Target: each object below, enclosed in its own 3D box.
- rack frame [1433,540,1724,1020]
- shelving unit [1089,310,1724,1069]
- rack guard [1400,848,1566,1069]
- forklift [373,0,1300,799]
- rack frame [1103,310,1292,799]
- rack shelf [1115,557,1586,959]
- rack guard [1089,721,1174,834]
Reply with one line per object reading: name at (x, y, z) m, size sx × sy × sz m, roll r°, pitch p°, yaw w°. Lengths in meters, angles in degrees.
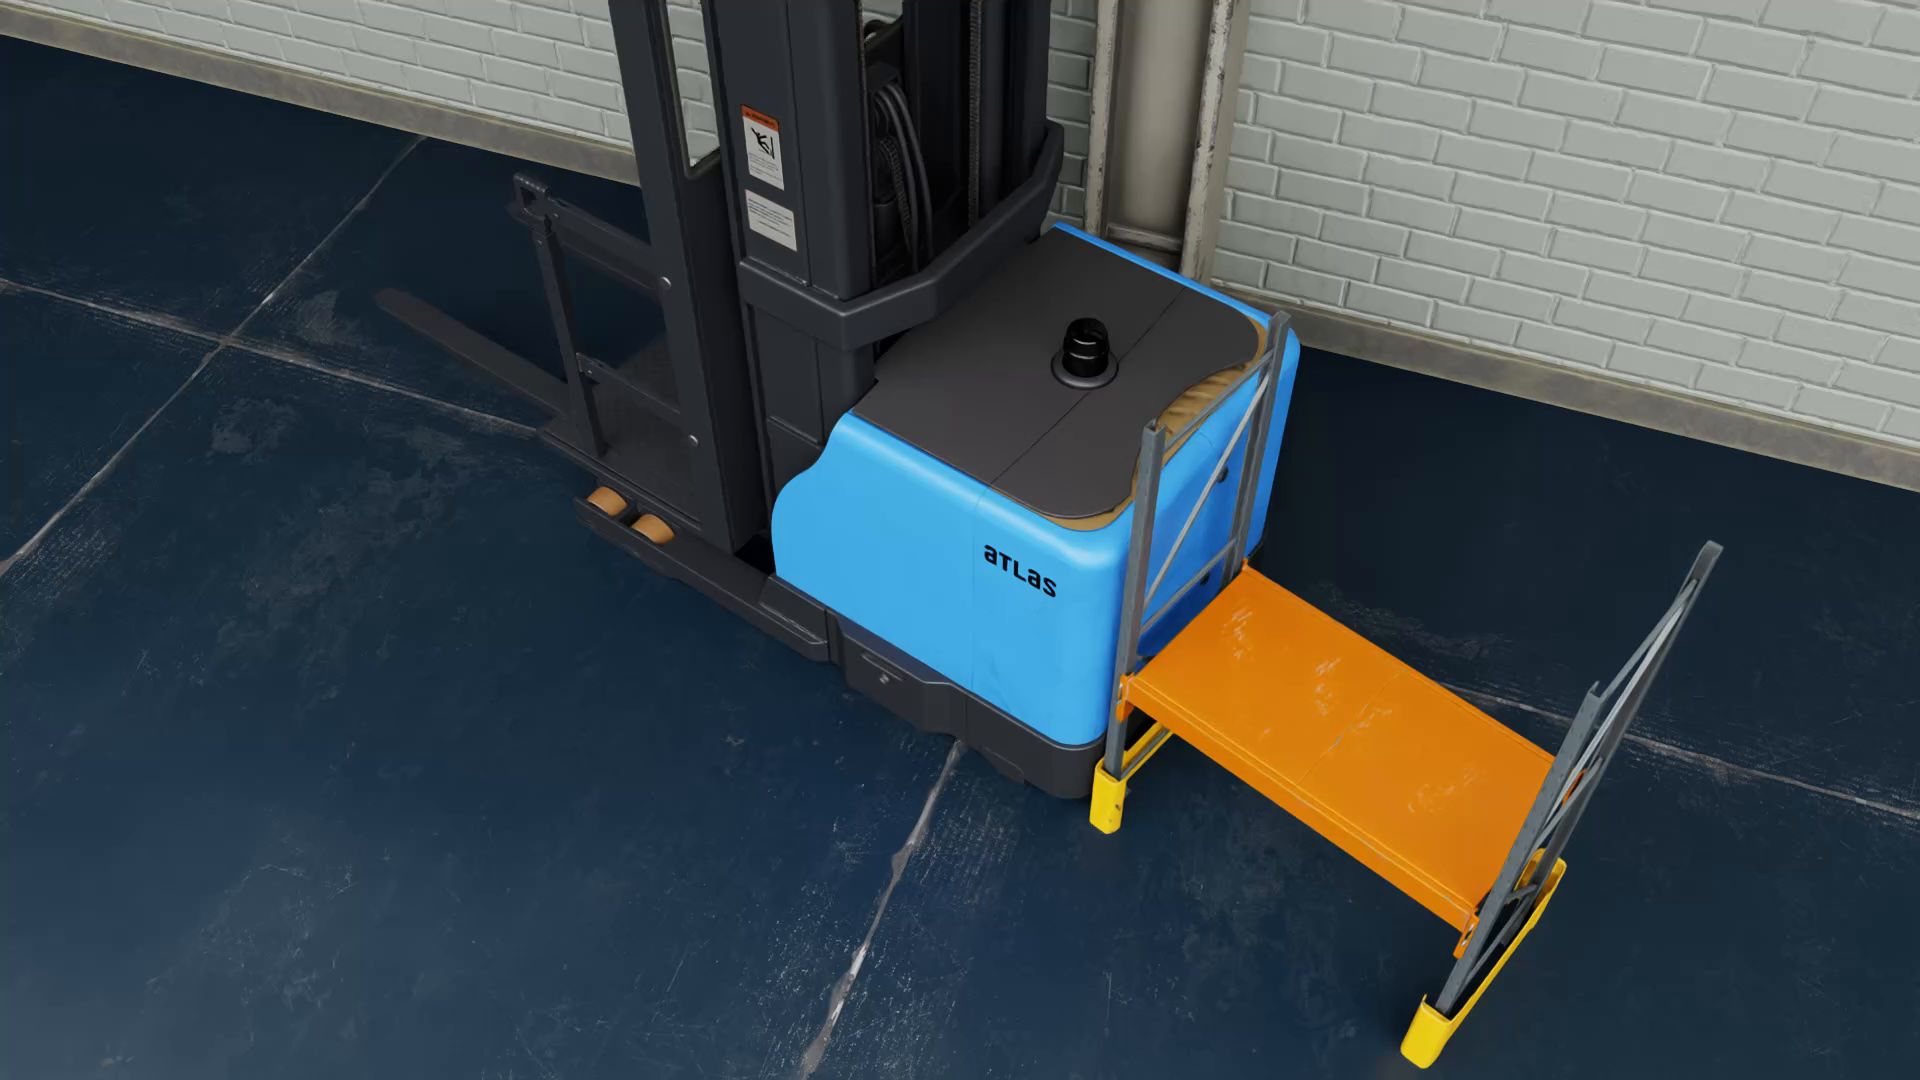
rack frame at (1.317, 0.638, 3.704) m, size 0.032 × 1.500 × 0.500 m, roll 34°, pitch 57°, yaw 26°
shelving unit at (0.945, 0.386, 3.923) m, size 1.083 × 1.500 × 0.587 m, roll 34°, pitch 57°, yaw 26°
rack guard at (1.316, 1.047, 4.177) m, size 0.087 × 0.250 × 0.587 m, roll 34°, pitch 57°, yaw 26°
forklift at (-0.587, -1.169, 4.324) m, size 3.031 × 2.935 × 1.130 m, roll 29°, pitch 55°, yaw 23°
rack frame at (0.560, 0.125, 4.149) m, size 0.032 × 1.500 × 0.500 m, roll 34°, pitch 57°, yaw 26°
rack shelf at (0.938, 0.500, 4.063) m, size 1.000 × 0.185 × 0.538 m, roll 34°, pitch 57°, yaw 26°
rack guard at (0.574, 0.544, 4.613) m, size 0.087 × 0.250 × 0.587 m, roll 34°, pitch 57°, yaw 26°
